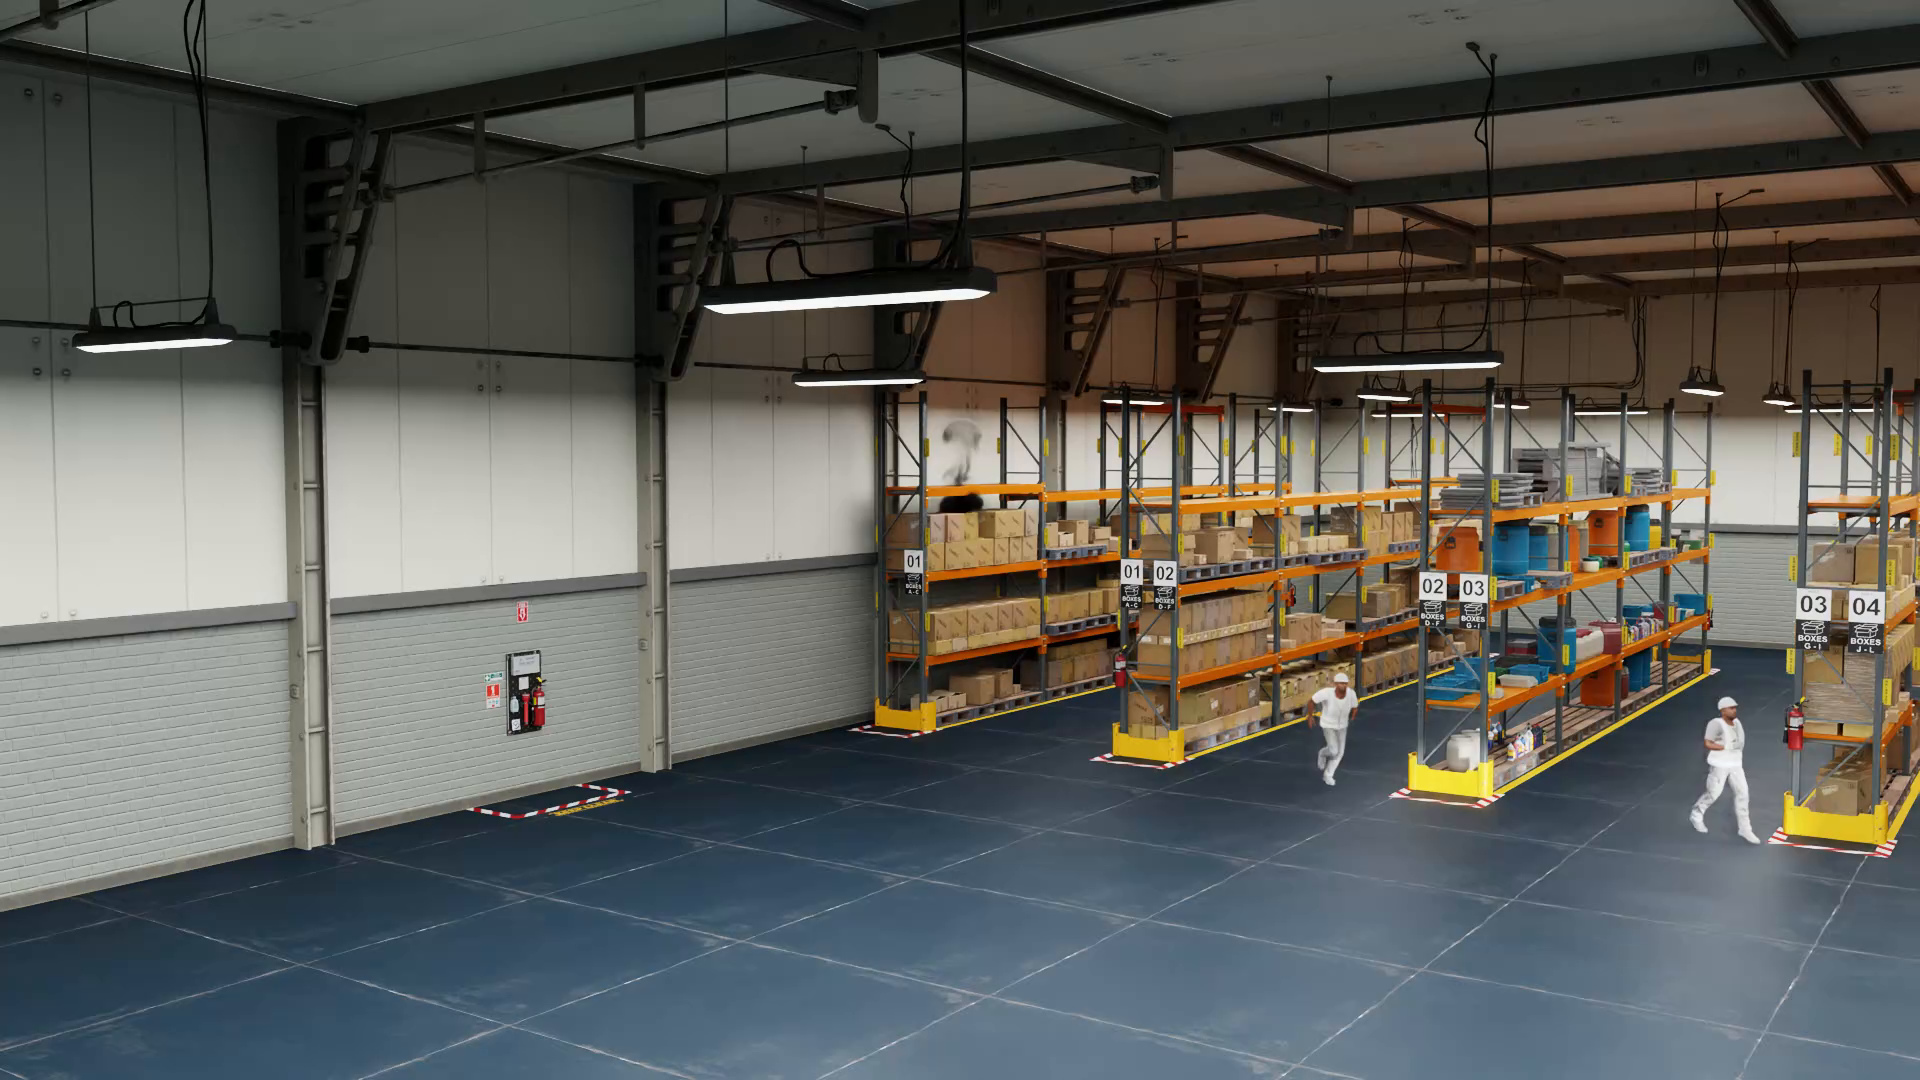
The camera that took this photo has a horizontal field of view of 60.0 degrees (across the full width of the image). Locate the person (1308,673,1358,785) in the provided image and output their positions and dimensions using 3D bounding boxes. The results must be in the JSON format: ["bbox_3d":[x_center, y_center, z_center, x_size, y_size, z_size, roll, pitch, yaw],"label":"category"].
[{"bbox_3d":[5.572,2.800,24.736,0.689,1.684,0.735,-1,3,-17],"label":"person"}]

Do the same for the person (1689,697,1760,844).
[{"bbox_3d":[9.762,2.897,21.207,0.698,1.795,0.953,-1,3,-23],"label":"person"}]
